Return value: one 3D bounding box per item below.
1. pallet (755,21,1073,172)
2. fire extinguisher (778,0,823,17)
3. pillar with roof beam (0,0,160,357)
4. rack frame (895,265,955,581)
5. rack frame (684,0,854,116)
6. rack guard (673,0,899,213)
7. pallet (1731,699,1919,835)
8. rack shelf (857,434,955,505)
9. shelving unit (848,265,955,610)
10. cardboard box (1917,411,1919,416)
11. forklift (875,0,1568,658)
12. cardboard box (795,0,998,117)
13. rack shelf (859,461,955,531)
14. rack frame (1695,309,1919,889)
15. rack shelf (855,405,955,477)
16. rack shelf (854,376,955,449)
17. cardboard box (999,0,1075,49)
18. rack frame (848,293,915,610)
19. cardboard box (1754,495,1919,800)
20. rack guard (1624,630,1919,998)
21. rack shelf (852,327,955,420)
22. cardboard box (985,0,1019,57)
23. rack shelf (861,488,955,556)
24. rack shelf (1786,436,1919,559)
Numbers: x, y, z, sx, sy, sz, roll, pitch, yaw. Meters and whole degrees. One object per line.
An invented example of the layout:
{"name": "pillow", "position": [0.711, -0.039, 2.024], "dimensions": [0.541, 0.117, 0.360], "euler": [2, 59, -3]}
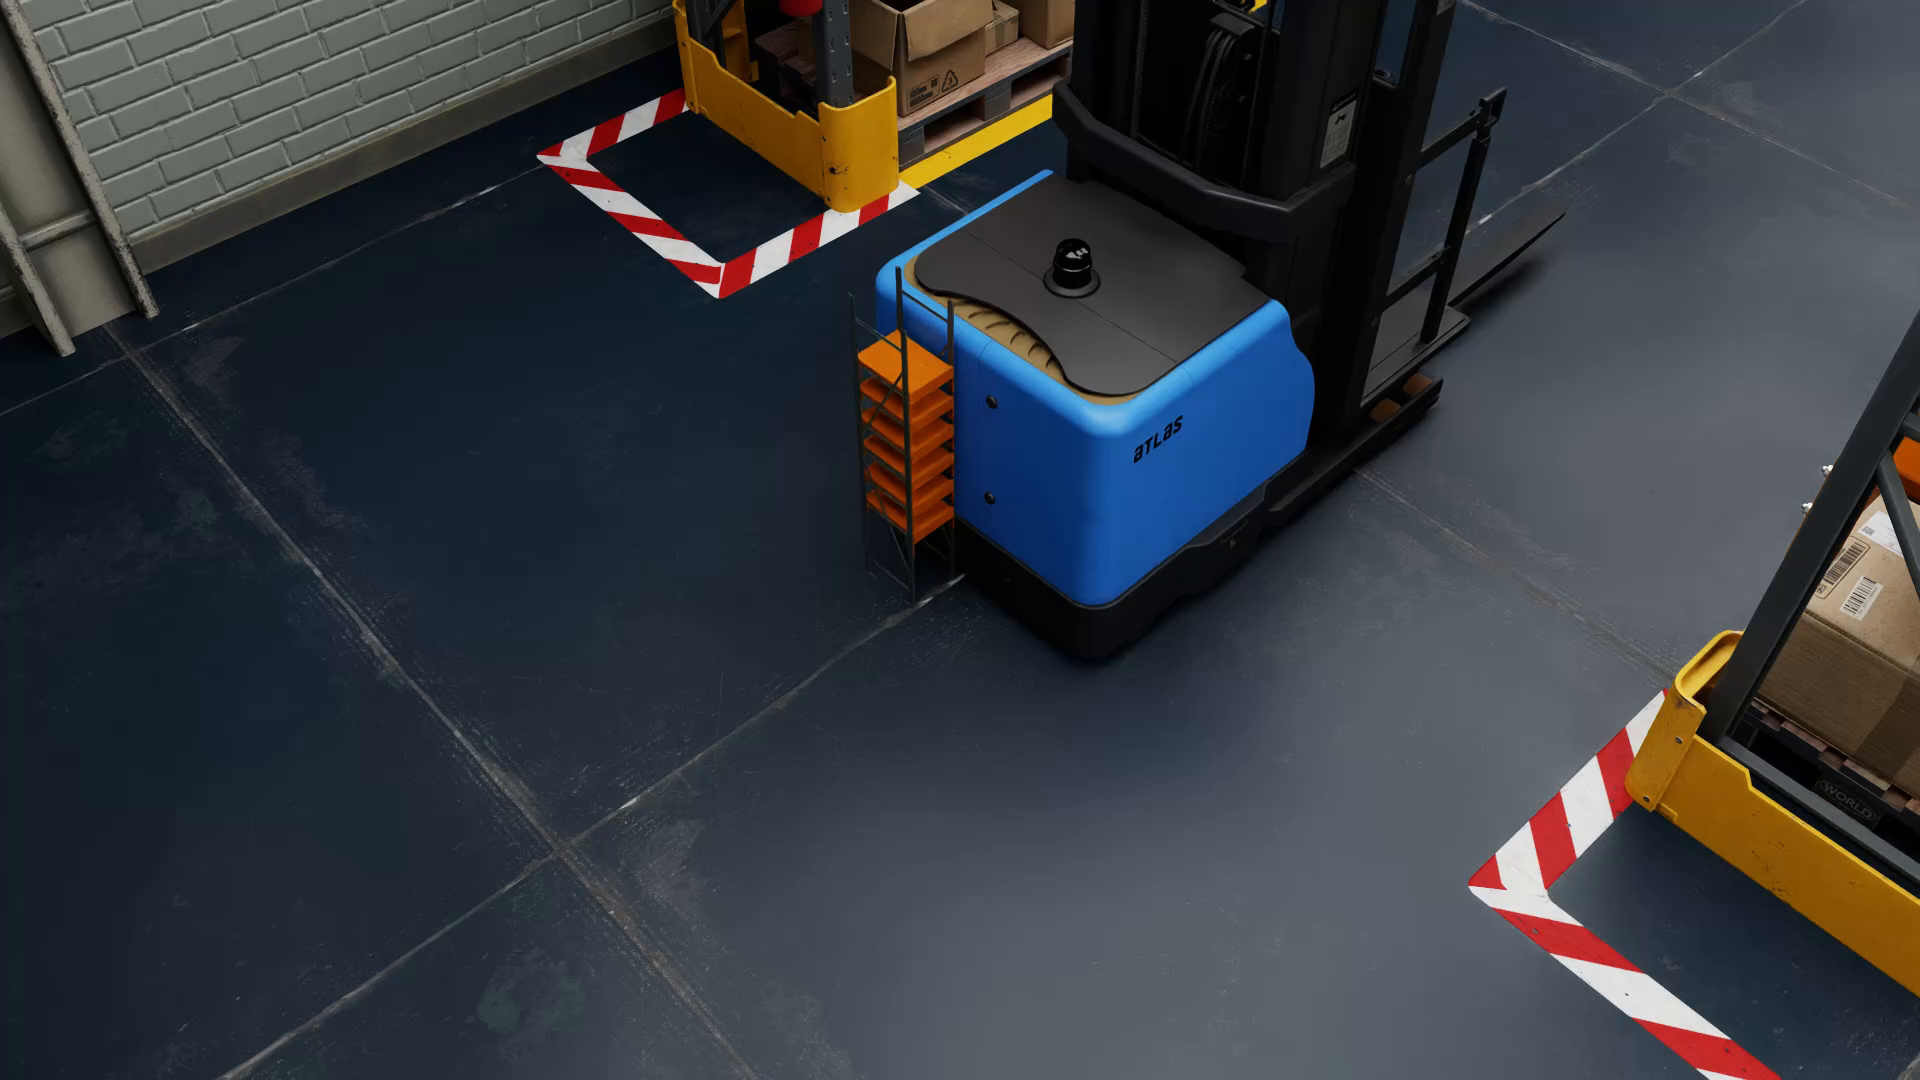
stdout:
{"name": "pallet", "position": [-0.166, -2.230, 7.664], "dimensions": [1.213, 0.211, 1.003], "euler": [-34, 56, -27]}
{"name": "fire extinguisher", "position": [-0.609, -2.267, 6.107], "dimensions": [0.183, 0.674, 0.296], "euler": [-34, 56, -27]}
{"name": "pillar with roof beam", "position": [-0.516, -1.594, 1.098], "dimensions": [0.400, 9.000, 9.100], "euler": [-34, 56, -27]}
{"name": "rack frame", "position": [-0.104, -0.332, 5.240], "dimensions": [0.006, 1.200, 0.240], "euler": [-36, 57, -28]}
{"name": "rack frame", "position": [-0.811, -2.744, 6.241], "dimensions": [0.127, 3.000, 1.000], "euler": [-34, 56, -27]}
{"name": "rack guard", "position": [-0.755, -1.934, 7.194], "dimensions": [0.348, 0.500, 1.175], "euler": [-34, 56, -27]}
{"name": "pallet", "position": [3.070, 0.461, 5.181], "dimensions": [1.213, 0.211, 1.003], "euler": [-34, 56, -27]}
{"name": "rack shelf", "position": [-0.169, -0.255, 5.229], "dimensions": [0.180, 0.103, 0.258], "euler": [-36, 57, -28]}
{"name": "shelving unit", "position": [-0.169, -0.285, 5.196], "dimensions": [0.189, 1.200, 0.258], "euler": [-36, 57, -28]}
{"name": "cardboard box", "position": [2.710, -0.463, 4.068], "dimensions": [0.500, 0.500, 0.500], "euler": [-33, 56, -27]}
{"name": "forklift", "position": [1.132, -1.589, 5.222], "dimensions": [3.031, 2.935, 1.130], "euler": [-36, 57, -28]}
{"name": "cardboard box", "position": [-0.295, -2.290, 7.235], "dimensions": [0.637, 0.503, 0.797], "euler": [-36, 57, -28]}
{"name": "rack shelf", "position": [-0.169, -0.173, 5.317], "dimensions": [0.180, 0.103, 0.258], "euler": [-36, 57, -28]}
{"name": "rack frame", "position": [2.531, -0.046, 3.752], "dimensions": [0.127, 3.000, 1.000], "euler": [-34, 56, -27]}
{"name": "rack shelf", "position": [-0.169, -0.336, 5.141], "dimensions": [0.180, 0.103, 0.258], "euler": [-36, 57, -28]}
{"name": "rack shelf", "position": [-0.169, -0.418, 5.053], "dimensions": [0.180, 0.103, 0.258], "euler": [-36, 57, -28]}
{"name": "cardboard box", "position": [0.364, -2.691, 7.607], "dimensions": [0.500, 0.500, 0.700], "euler": [-32, 55, -26]}
{"name": "rack frame", "position": [-0.235, -0.238, 5.153], "dimensions": [0.006, 1.200, 0.240], "euler": [-36, 57, -28]}
{"name": "cardboard box", "position": [2.952, 0.299, 4.891], "dimensions": [0.875, 0.438, 0.875], "euler": [-36, 57, -28]}
{"name": "rack guard", "position": [2.513, 0.813, 4.660], "dimensions": [0.348, 0.500, 1.175], "euler": [-34, 56, -27]}
{"name": "rack shelf", "position": [-0.169, -0.499, 4.965], "dimensions": [0.180, 0.103, 0.258], "euler": [-36, 57, -28]}
{"name": "cardboard box", "position": [0.046, -2.359, 7.540], "dimensions": [0.250, 0.149, 0.380], "euler": [-36, 57, -28]}
{"name": "rack shelf", "position": [-0.169, -0.092, 5.406], "dimensions": [0.180, 0.103, 0.258], "euler": [-36, 57, -28]}
{"name": "rack shelf", "position": [4.011, -0.791, 4.929], "dimensions": [4.000, 0.370, 1.077], "euler": [-34, 56, -27]}
